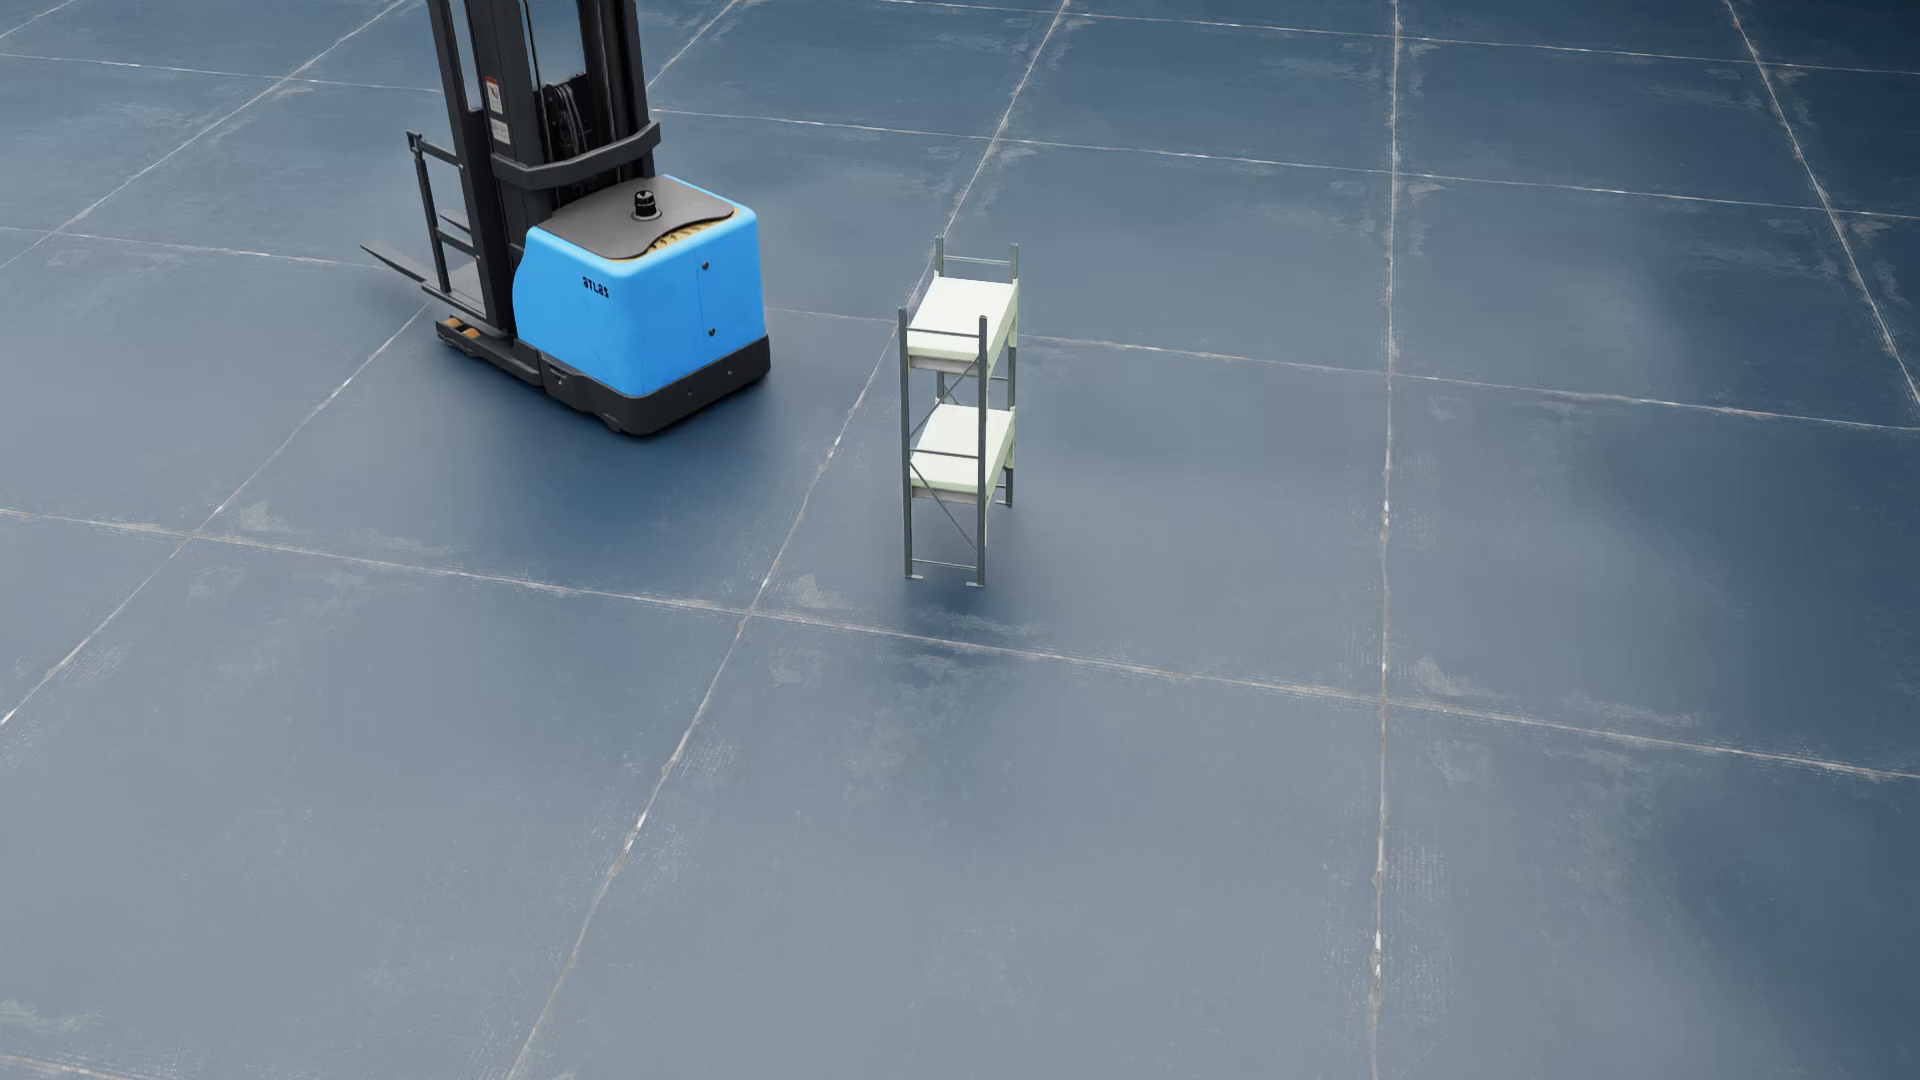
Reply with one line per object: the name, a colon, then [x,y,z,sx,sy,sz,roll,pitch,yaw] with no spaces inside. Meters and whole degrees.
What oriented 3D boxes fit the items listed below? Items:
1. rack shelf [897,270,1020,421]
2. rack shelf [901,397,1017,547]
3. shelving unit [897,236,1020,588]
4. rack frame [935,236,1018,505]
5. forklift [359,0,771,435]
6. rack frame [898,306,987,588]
rack shelf: [0.001,-0.927,7.856,0.431,0.370,0.720,7,37,10]
rack shelf: [0.001,-0.347,8.277,0.431,0.370,0.720,7,37,10]
shelving unit: [0.001,-0.611,8.085,0.431,1.500,0.755,7,37,10]
rack frame: [0.080,-0.821,8.375,0.400,1.500,0.023,7,37,10]
forklift: [-2.553,-2.502,9.474,3.031,2.935,1.130,27,44,32]
rack frame: [-0.077,-0.401,7.796,0.400,1.500,0.023,7,37,10]
